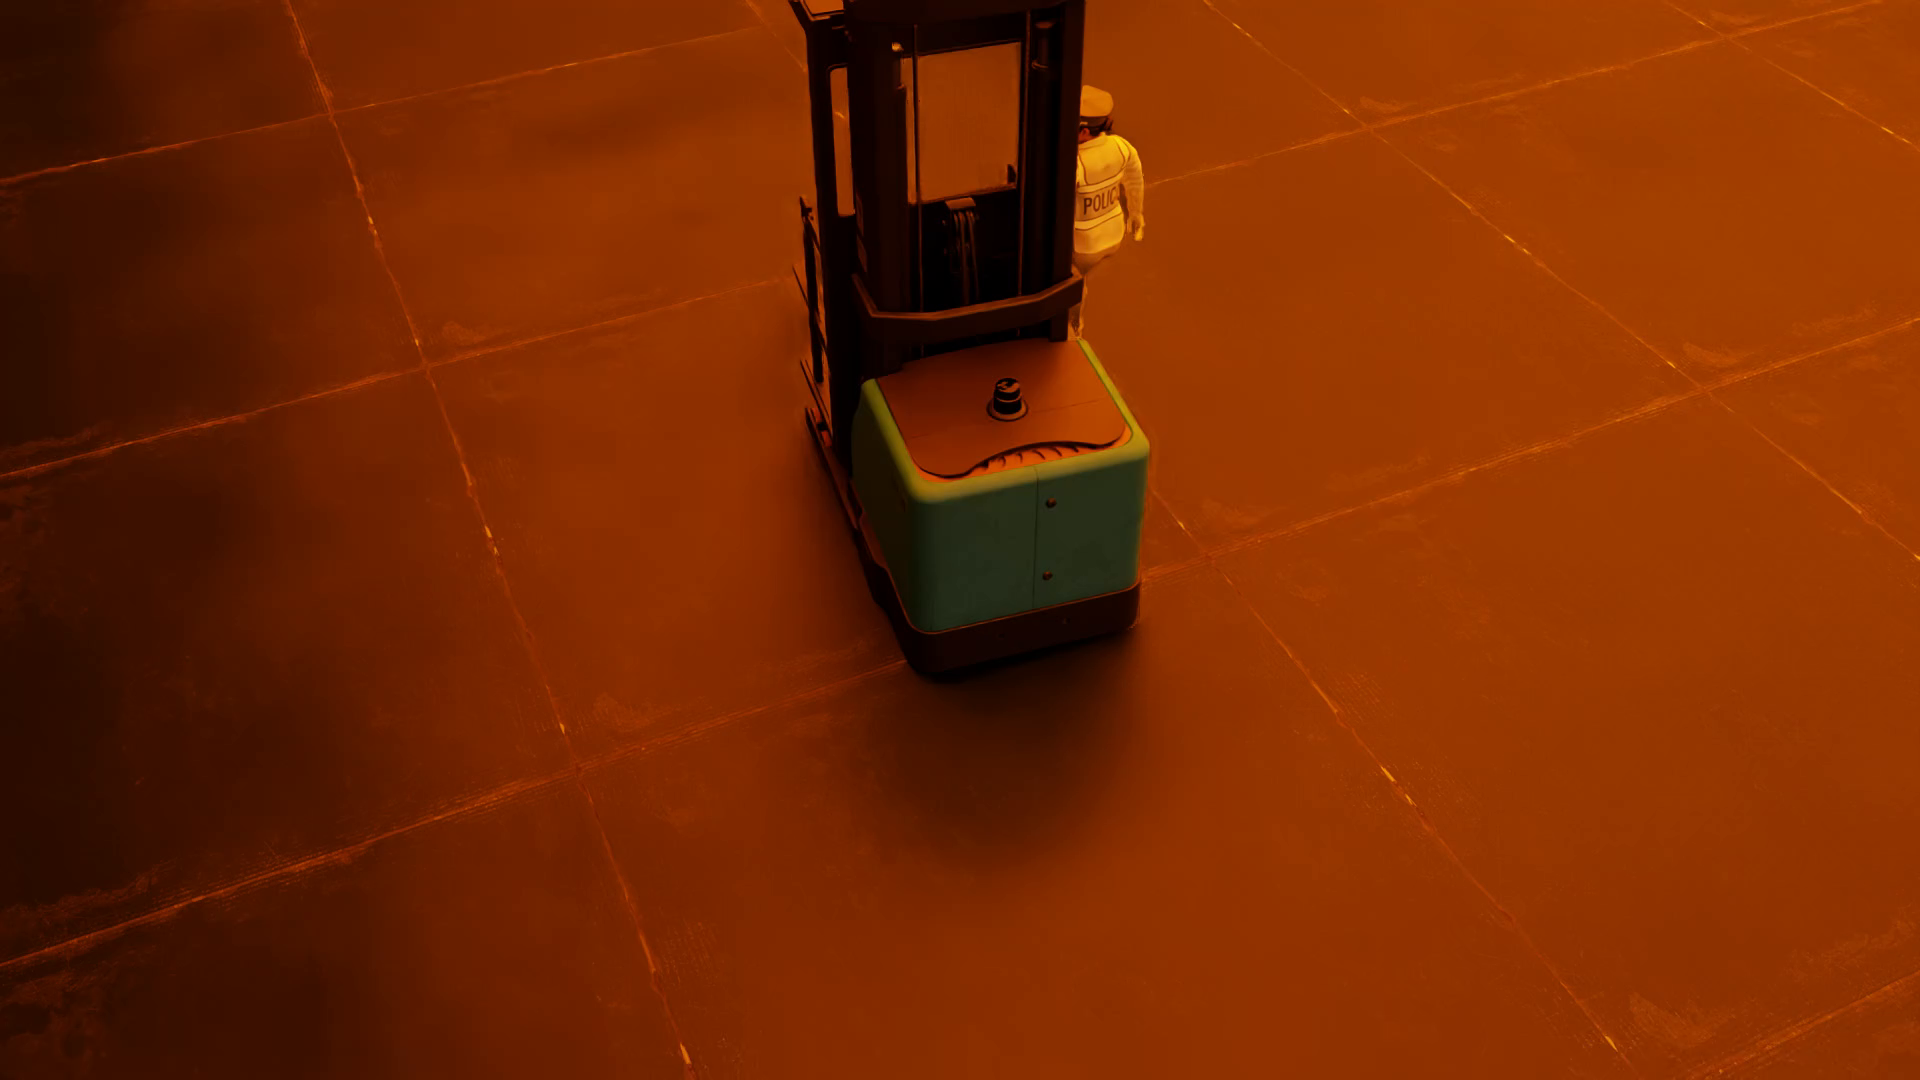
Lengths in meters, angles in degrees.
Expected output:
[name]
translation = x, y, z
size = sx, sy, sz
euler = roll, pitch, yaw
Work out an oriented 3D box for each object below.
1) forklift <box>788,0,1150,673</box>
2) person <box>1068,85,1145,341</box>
[forklift]
translation = -0.140, -1.526, 7.315
size = 1.130, 2.935, 3.031
euler = -12, 44, -13
[person]
translation = 0.563, -1.574, 8.348
size = 0.722, 1.586, 0.615
euler = -32, 52, -30
